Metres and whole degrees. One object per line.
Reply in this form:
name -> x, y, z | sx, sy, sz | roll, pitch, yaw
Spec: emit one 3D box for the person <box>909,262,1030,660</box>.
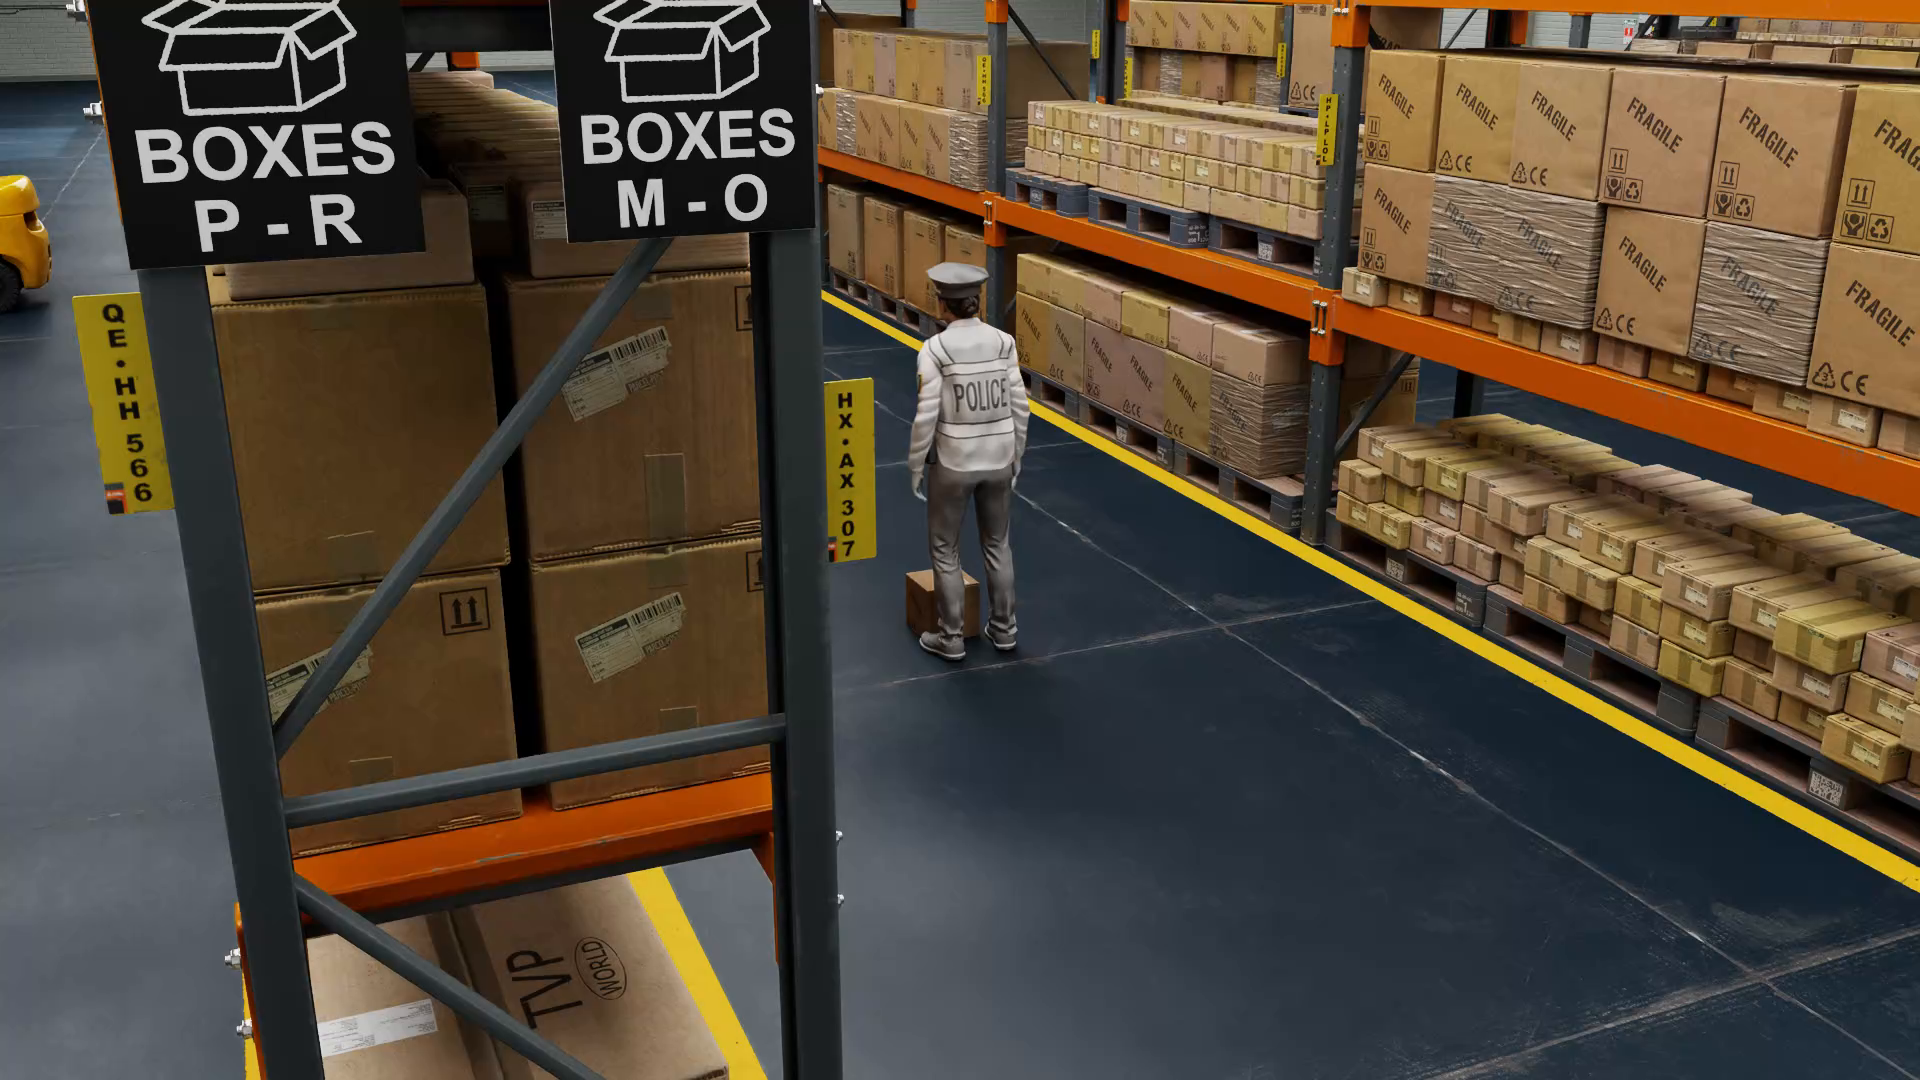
person -> 0.032, -0.309, 6.963 | 0.526, 1.660, 0.373 | -8, 21, -23
